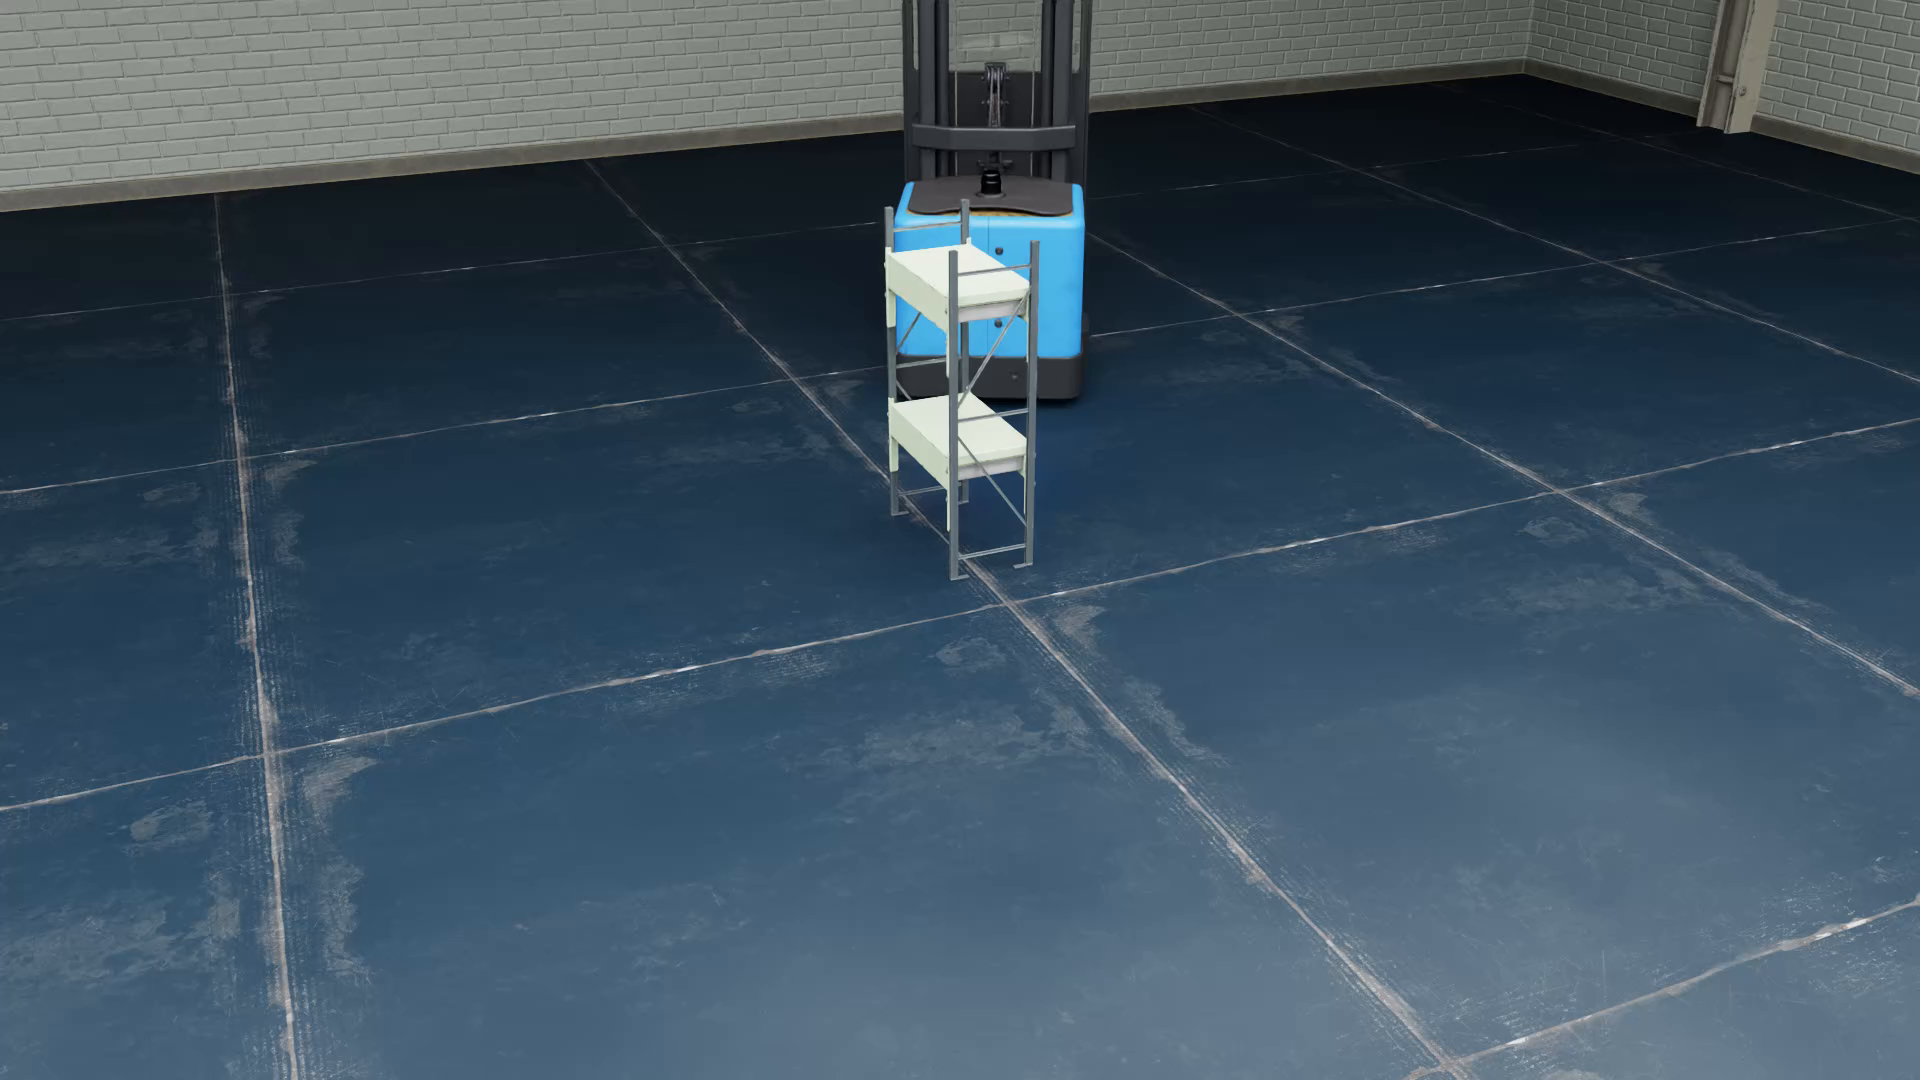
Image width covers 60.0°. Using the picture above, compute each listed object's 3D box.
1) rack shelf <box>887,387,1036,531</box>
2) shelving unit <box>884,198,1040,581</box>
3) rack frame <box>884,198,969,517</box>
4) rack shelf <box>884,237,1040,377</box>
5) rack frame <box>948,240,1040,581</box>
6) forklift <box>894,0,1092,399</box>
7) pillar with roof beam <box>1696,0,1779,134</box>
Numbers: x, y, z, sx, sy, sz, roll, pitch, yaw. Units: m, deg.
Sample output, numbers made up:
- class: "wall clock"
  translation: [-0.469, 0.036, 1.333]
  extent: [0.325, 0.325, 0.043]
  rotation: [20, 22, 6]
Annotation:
- class: "rack shelf"
  translation: [-0.003, -0.384, 7.569]
  extent: [0.431, 0.370, 0.720]
  rotation: [-11, 28, -21]
- class: "shelving unit"
  translation: [-0.003, -0.677, 7.426]
  extent: [0.431, 1.500, 0.755]
  rotation: [-11, 28, -21]
- class: "rack frame"
  translation: [-0.146, -0.824, 7.729]
  extent: [0.400, 1.500, 0.023]
  rotation: [-11, 28, -21]
- class: "rack shelf"
  translation: [-0.003, -1.027, 7.255]
  extent: [0.431, 0.370, 0.720]
  rotation: [-11, 28, -21]
- class: "rack frame"
  translation: [0.141, -0.529, 7.124]
  extent: [0.400, 1.500, 0.023]
  rotation: [-11, 28, -21]
- class: "forklift"
  translation: [0.224, -2.702, 9.943]
  extent: [1.130, 2.935, 3.031]
  rotation: [1, 26, 3]
- class: "pillar with roof beam"
  translation: [3.262, -7.199, 12.239]
  extent: [9.100, 9.000, 0.400]
  rotation: [-11, 28, -21]
